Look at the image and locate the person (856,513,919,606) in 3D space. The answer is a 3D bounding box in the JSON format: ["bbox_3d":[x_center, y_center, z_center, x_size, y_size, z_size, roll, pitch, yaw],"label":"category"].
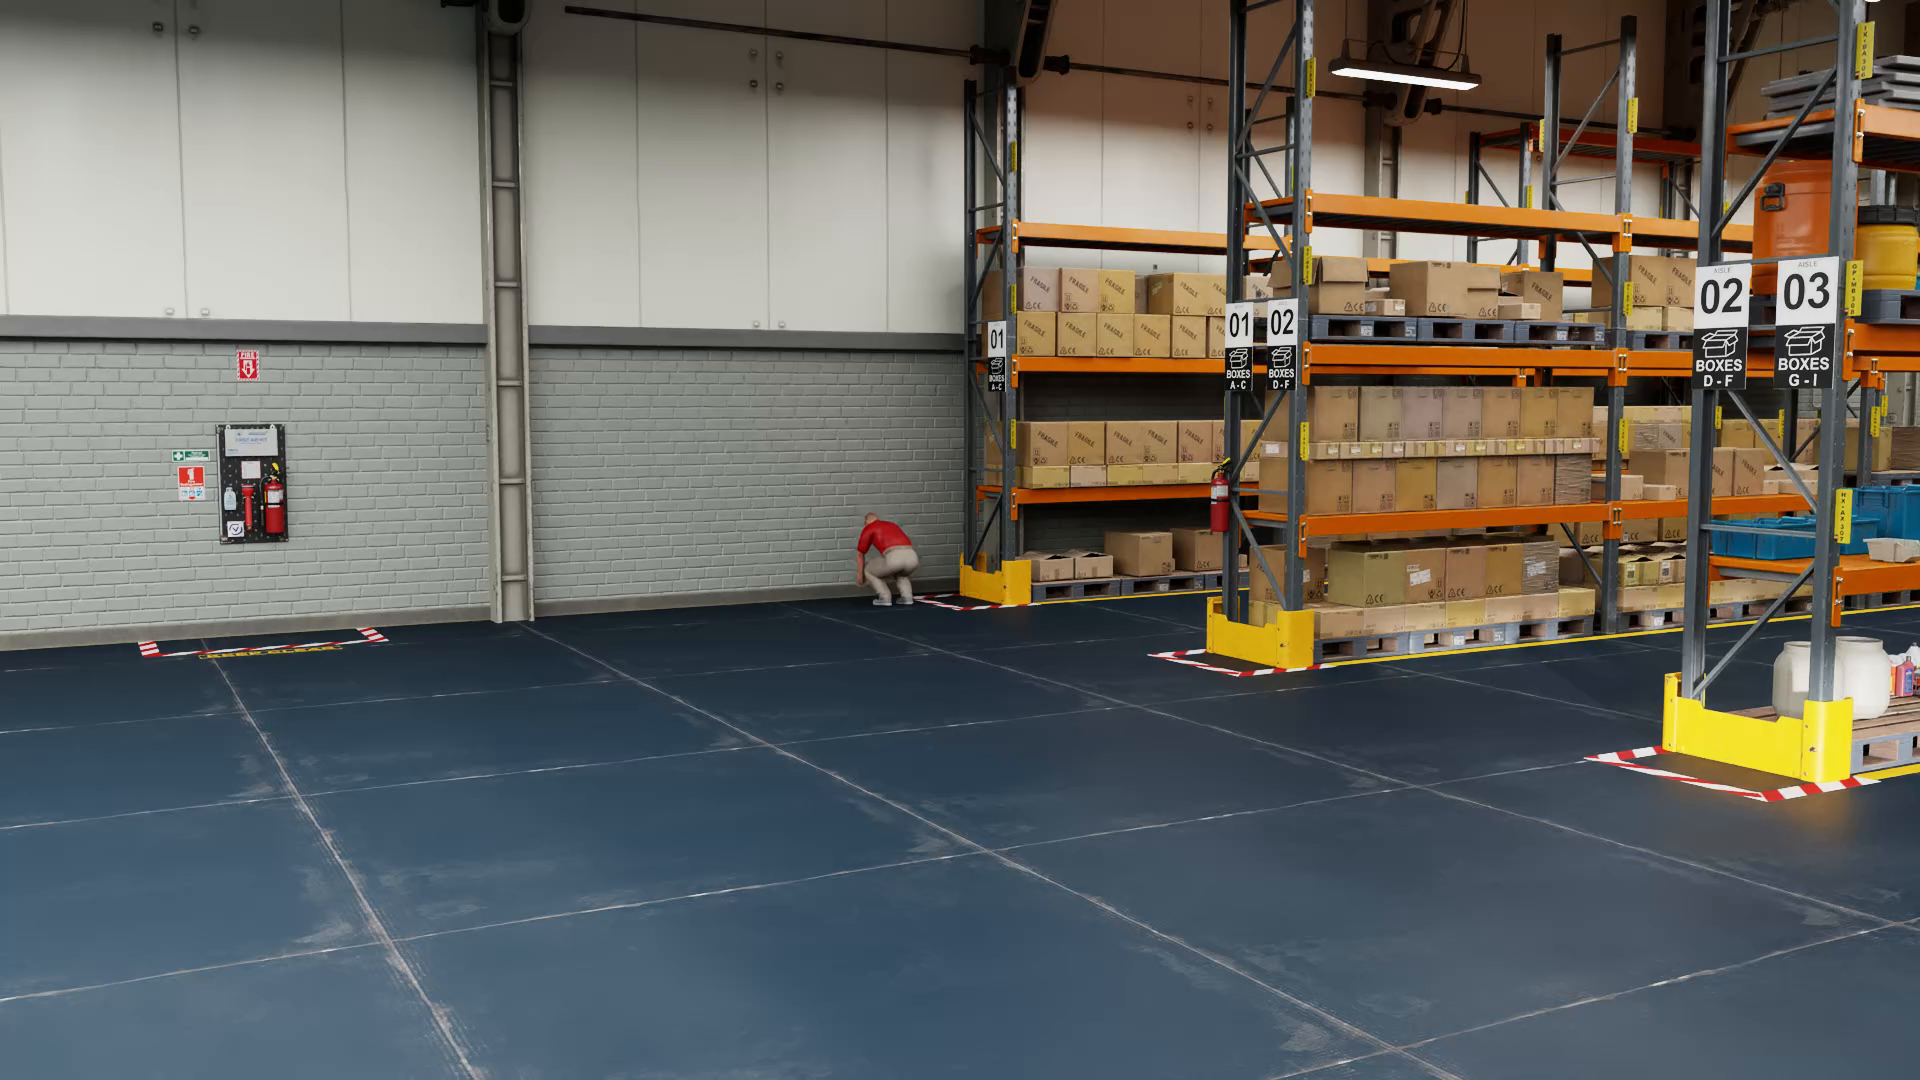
[{"bbox_3d":[-0.839,0.220,18.890,0.571,1.029,0.869,-3,6,-29],"label":"person"}]
